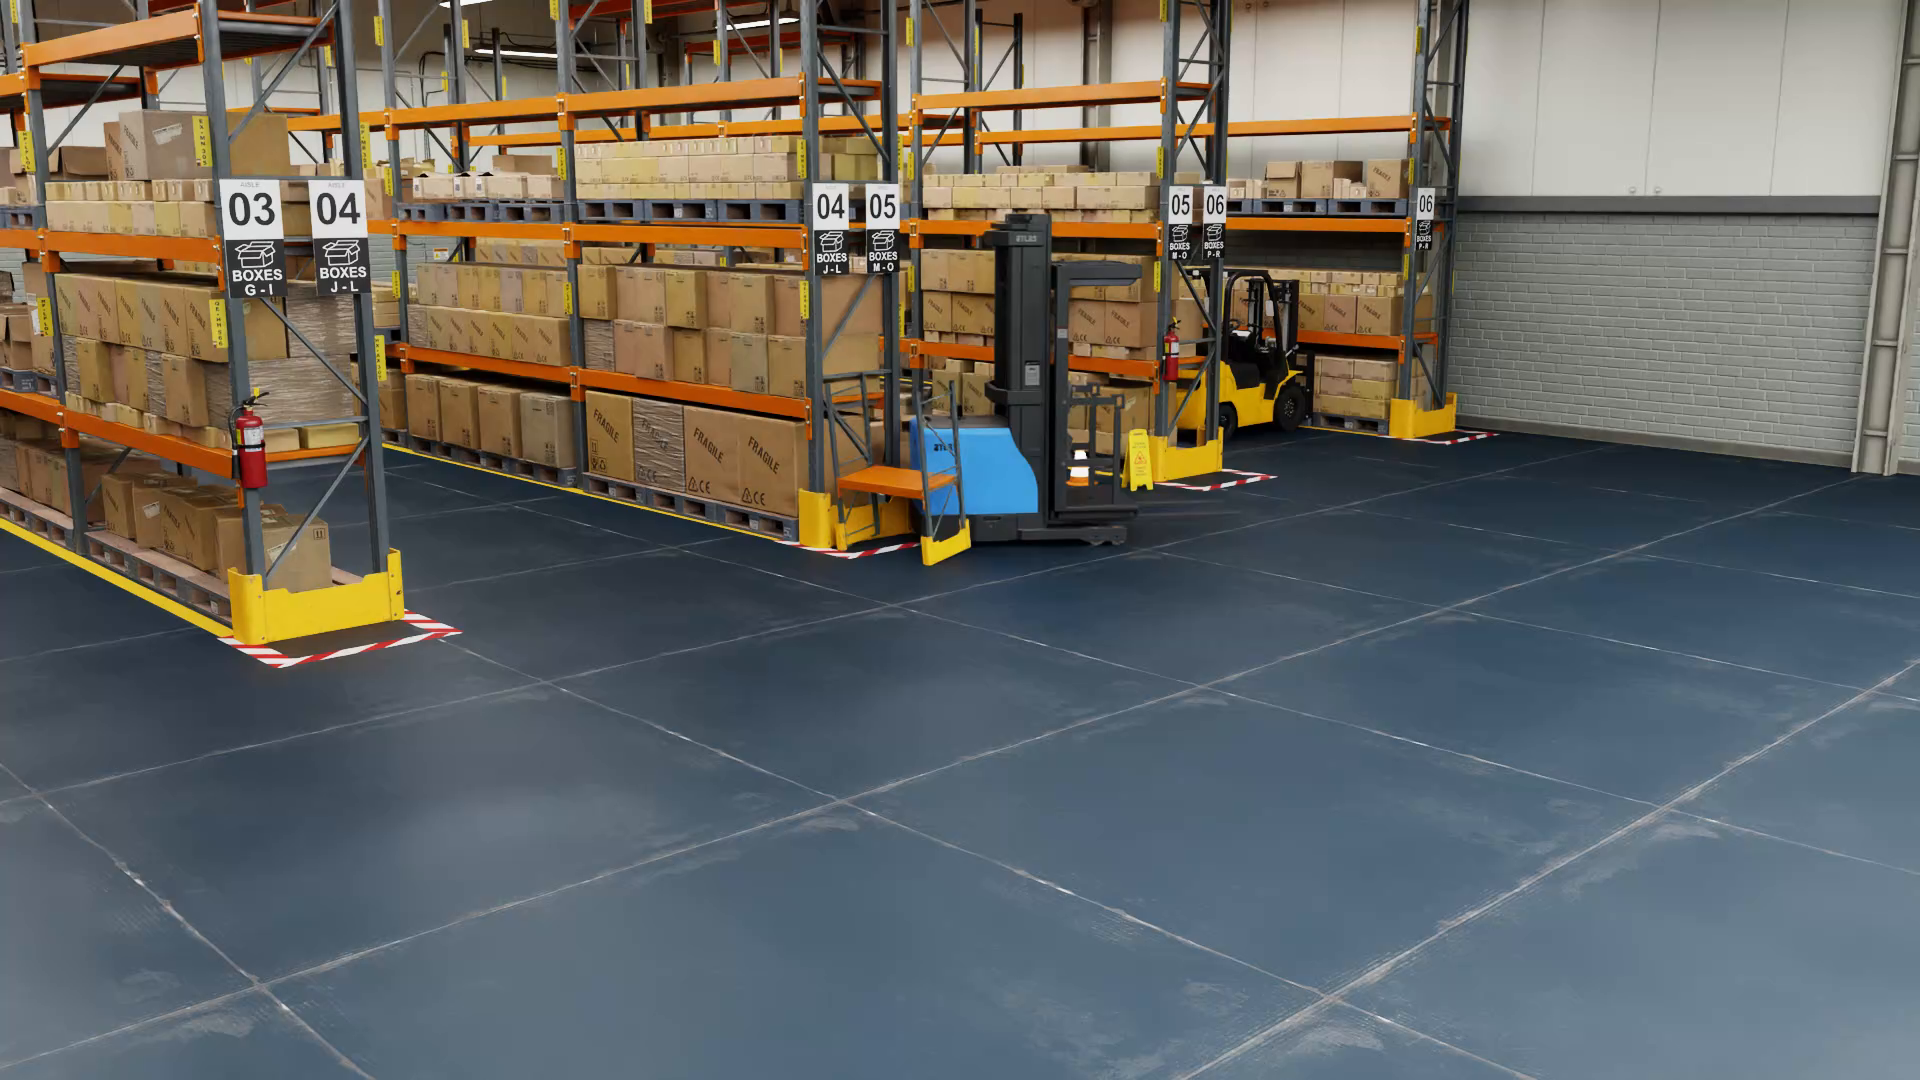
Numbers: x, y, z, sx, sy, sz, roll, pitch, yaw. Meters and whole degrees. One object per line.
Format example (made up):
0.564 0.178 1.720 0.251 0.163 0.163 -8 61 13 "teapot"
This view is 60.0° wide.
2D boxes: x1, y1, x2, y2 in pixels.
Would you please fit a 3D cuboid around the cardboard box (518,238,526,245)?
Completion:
-7.197 -5.039 27.941 0.380 0.149 0.250 -11 16 -43 "cardboard box"

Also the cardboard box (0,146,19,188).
-9.303 -3.500 15.882 0.500 0.500 0.500 11 16 44 "cardboard box"

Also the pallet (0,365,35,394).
-8.745 -1.611 16.111 1.003 0.211 1.213 -11 16 -43 "pallet"

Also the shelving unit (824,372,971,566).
-0.559 -0.643 14.496 1.083 1.500 0.587 9 22 38 "shelving unit"

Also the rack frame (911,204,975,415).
-0.211 -2.785 21.335 1.000 3.000 0.127 -11 16 -43 "rack frame"

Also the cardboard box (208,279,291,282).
-5.486 -1.770 12.944 0.500 0.500 0.500 -11 16 -43 "cardboard box"

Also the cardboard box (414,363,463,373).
-6.785 -2.148 21.536 0.500 0.250 0.500 11 16 43 "cardboard box"

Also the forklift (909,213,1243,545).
1.074 -1.493 15.231 3.031 2.935 1.130 -2 12 -8 "forklift"

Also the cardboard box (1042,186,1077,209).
1.294 -3.929 19.086 0.500 0.250 0.500 -10 16 -41 "cardboard box"

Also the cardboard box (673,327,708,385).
-2.336 -1.866 16.503 0.875 0.550 0.500 -11 16 -43 "cardboard box"

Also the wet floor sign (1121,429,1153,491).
1.908 -0.872 17.881 0.267 0.644 0.232 -5 13 -23 "wet floor sign"

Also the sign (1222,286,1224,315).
2.943 -2.701 18.782 0.100 0.325 0.005 -11 16 -43 "sign"

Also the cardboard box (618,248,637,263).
-4.924 -4.243 25.687 0.500 0.500 0.500 11 16 44 "cardboard box"

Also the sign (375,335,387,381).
-4.224 -1.320 12.079 0.100 0.325 0.005 -11 16 -43 "sign"

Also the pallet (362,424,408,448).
-7.023 -1.413 21.585 1.003 0.211 1.213 -11 16 -43 "pallet"

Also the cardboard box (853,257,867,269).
-1.179 -3.638 21.841 0.250 0.149 0.380 11 16 43 "cardboard box"

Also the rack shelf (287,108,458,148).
-7.865 -5.346 21.673 1.077 0.370 4.000 -11 16 -43 "rack shelf"

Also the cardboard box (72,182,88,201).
-6.971 -2.833 13.516 0.380 0.149 0.250 -11 16 -42 "cardboard box"

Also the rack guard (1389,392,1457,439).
6.155 -1.666 22.097 1.175 0.500 0.348 -11 16 -43 "rack guard"

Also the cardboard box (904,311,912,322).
-0.766 -2.904 21.496 0.380 0.149 0.250 -11 16 -42 "cardboard box"

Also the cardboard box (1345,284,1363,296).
5.363 -3.351 22.228 0.380 0.149 0.250 -11 16 -42 "cardboard box"

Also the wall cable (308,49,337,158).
-12.630 -8.266 33.069 0.463 3.000 0.029 -11 16 -43 "wall cable"

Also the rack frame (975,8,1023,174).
0.614 -7.000 26.923 1.000 3.000 0.127 -11 16 -43 "rack frame"

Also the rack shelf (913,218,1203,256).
1.170 -3.610 19.688 1.077 0.370 4.000 -11 16 -43 "rack shelf"

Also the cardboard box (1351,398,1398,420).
5.585 -1.777 22.216 0.500 0.250 0.500 -11 16 -42 "cardboard box"

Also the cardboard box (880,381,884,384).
-1.556 -1.986 22.926 0.950 0.372 0.625 -10 15 -41 "cardboard box"

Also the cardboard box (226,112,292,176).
-5.446 -2.983 12.640 0.500 0.500 0.500 -11 16 -43 "cardboard box"

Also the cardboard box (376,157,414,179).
-6.951 -4.580 20.470 0.396 0.266 0.258 -11 16 -43 "cardboard box"

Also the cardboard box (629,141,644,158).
-3.011 -3.823 16.297 0.380 0.149 0.250 -11 16 -42 "cardboard box"

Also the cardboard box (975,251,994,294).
0.600 -3.221 19.985 0.700 0.500 0.500 -11 16 -44 "cardboard box"

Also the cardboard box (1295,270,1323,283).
4.785 -3.601 22.704 0.380 0.149 0.250 -10 16 -41 "cardboard box"

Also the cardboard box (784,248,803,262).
-2.985 -5.339 31.507 0.500 0.500 0.500 11 16 44 "cardboard box"

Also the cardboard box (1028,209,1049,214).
1.009 -3.779 19.346 0.380 0.149 0.250 -11 16 -43 "cardboard box"

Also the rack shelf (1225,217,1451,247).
4.757 -4.302 23.048 1.077 0.370 4.000 -11 16 -43 "rack shelf"

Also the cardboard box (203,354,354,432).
-4.976 -1.099 12.167 0.875 0.500 0.500 -11 16 -43 "cardboard box"

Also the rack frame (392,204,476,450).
-6.484 -2.664 20.749 1.000 3.000 0.127 -11 16 -43 "rack frame"

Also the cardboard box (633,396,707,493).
-2.713 -1.013 16.959 0.875 0.875 0.875 -11 16 -42 "cardboard box"

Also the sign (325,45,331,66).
-8.849 -6.800 23.246 0.100 0.325 0.005 -11 16 -43 "sign"

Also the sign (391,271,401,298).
-6.870 -3.116 20.267 0.100 0.325 0.005 -11 16 -43 "sign"

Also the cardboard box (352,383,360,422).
-7.860 -1.857 21.982 0.500 0.500 0.500 11 16 43 "cardboard box"

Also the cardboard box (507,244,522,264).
-7.305 -4.744 28.119 0.500 0.500 0.500 -11 16 -42 "cardboard box"

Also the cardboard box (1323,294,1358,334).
5.257 -3.055 22.396 0.500 0.500 0.500 -10 15 -41 "cardboard box"

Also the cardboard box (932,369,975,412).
0.001 -1.888 20.894 0.500 0.500 0.500 -10 15 -40 "cardboard box"

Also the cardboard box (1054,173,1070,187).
1.301 -4.147 19.157 0.250 0.149 0.380 11 16 44 "cardboard box"

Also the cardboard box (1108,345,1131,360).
1.883 -2.125 18.752 0.380 0.149 0.250 -11 16 -43 "cardboard box"

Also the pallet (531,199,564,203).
-6.294 -5.499 27.295 1.003 0.211 1.213 -11 16 -43 "pallet"

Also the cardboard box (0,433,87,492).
-9.272 -0.805 16.828 0.500 0.500 0.700 10 15 40 "cardboard box"

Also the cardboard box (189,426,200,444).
-5.506 -0.815 12.394 0.380 0.149 0.250 -11 16 -43 "cardboard box"

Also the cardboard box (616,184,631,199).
-3.192 -3.470 16.561 0.380 0.149 0.250 -11 16 -43 "cardboard box"

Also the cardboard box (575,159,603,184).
-3.587 -3.766 17.010 0.500 0.250 0.500 -11 16 -42 "cardboard box"

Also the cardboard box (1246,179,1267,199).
4.181 -4.877 23.097 0.258 0.266 0.396 11 16 44 "cardboard box"

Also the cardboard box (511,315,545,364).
-4.624 -2.242 18.452 0.500 0.500 0.500 -11 16 -43 "cardboard box"
